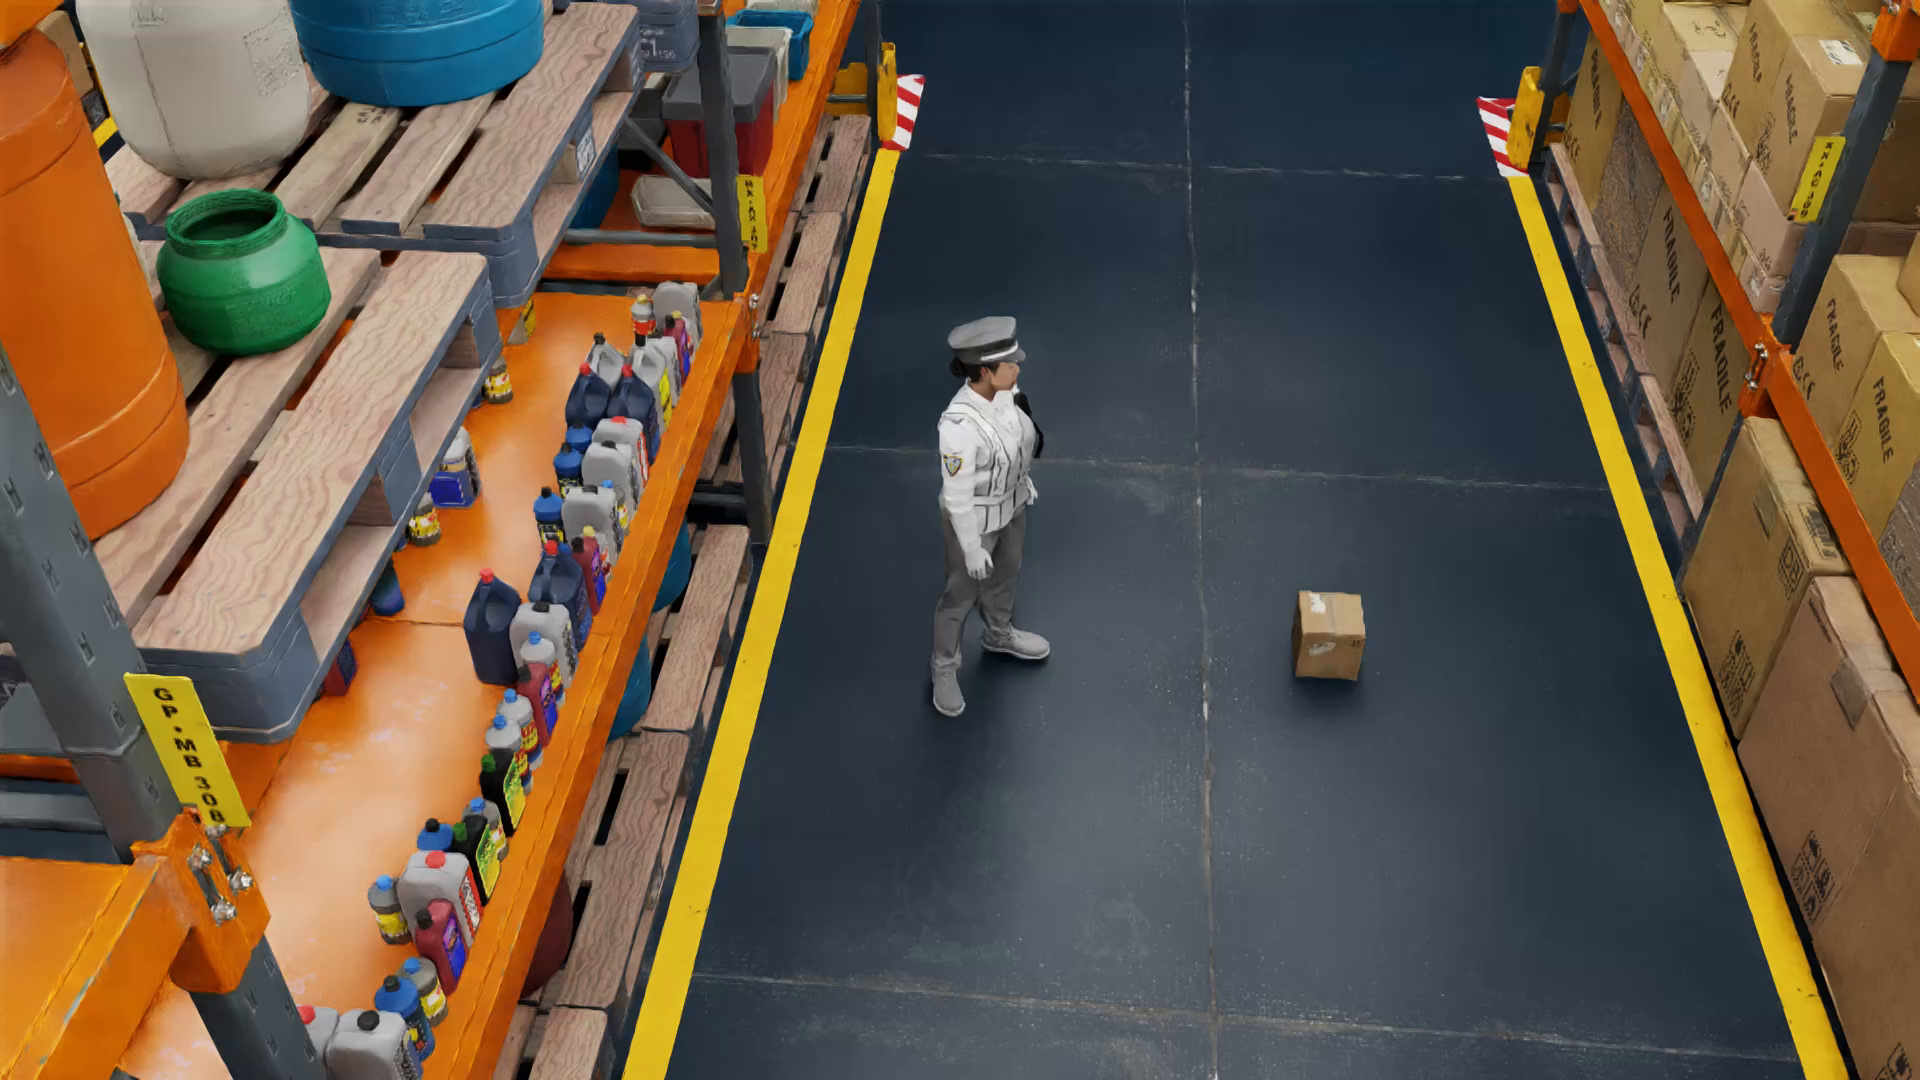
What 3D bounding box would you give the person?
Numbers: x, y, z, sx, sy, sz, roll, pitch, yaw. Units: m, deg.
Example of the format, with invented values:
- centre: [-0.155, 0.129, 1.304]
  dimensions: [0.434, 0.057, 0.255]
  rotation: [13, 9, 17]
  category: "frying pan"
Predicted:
- centre: [0.099, -0.103, 6.228]
  dimensions: [0.369, 1.682, 0.589]
  rotation: [21, 44, 22]
  category: "person"
